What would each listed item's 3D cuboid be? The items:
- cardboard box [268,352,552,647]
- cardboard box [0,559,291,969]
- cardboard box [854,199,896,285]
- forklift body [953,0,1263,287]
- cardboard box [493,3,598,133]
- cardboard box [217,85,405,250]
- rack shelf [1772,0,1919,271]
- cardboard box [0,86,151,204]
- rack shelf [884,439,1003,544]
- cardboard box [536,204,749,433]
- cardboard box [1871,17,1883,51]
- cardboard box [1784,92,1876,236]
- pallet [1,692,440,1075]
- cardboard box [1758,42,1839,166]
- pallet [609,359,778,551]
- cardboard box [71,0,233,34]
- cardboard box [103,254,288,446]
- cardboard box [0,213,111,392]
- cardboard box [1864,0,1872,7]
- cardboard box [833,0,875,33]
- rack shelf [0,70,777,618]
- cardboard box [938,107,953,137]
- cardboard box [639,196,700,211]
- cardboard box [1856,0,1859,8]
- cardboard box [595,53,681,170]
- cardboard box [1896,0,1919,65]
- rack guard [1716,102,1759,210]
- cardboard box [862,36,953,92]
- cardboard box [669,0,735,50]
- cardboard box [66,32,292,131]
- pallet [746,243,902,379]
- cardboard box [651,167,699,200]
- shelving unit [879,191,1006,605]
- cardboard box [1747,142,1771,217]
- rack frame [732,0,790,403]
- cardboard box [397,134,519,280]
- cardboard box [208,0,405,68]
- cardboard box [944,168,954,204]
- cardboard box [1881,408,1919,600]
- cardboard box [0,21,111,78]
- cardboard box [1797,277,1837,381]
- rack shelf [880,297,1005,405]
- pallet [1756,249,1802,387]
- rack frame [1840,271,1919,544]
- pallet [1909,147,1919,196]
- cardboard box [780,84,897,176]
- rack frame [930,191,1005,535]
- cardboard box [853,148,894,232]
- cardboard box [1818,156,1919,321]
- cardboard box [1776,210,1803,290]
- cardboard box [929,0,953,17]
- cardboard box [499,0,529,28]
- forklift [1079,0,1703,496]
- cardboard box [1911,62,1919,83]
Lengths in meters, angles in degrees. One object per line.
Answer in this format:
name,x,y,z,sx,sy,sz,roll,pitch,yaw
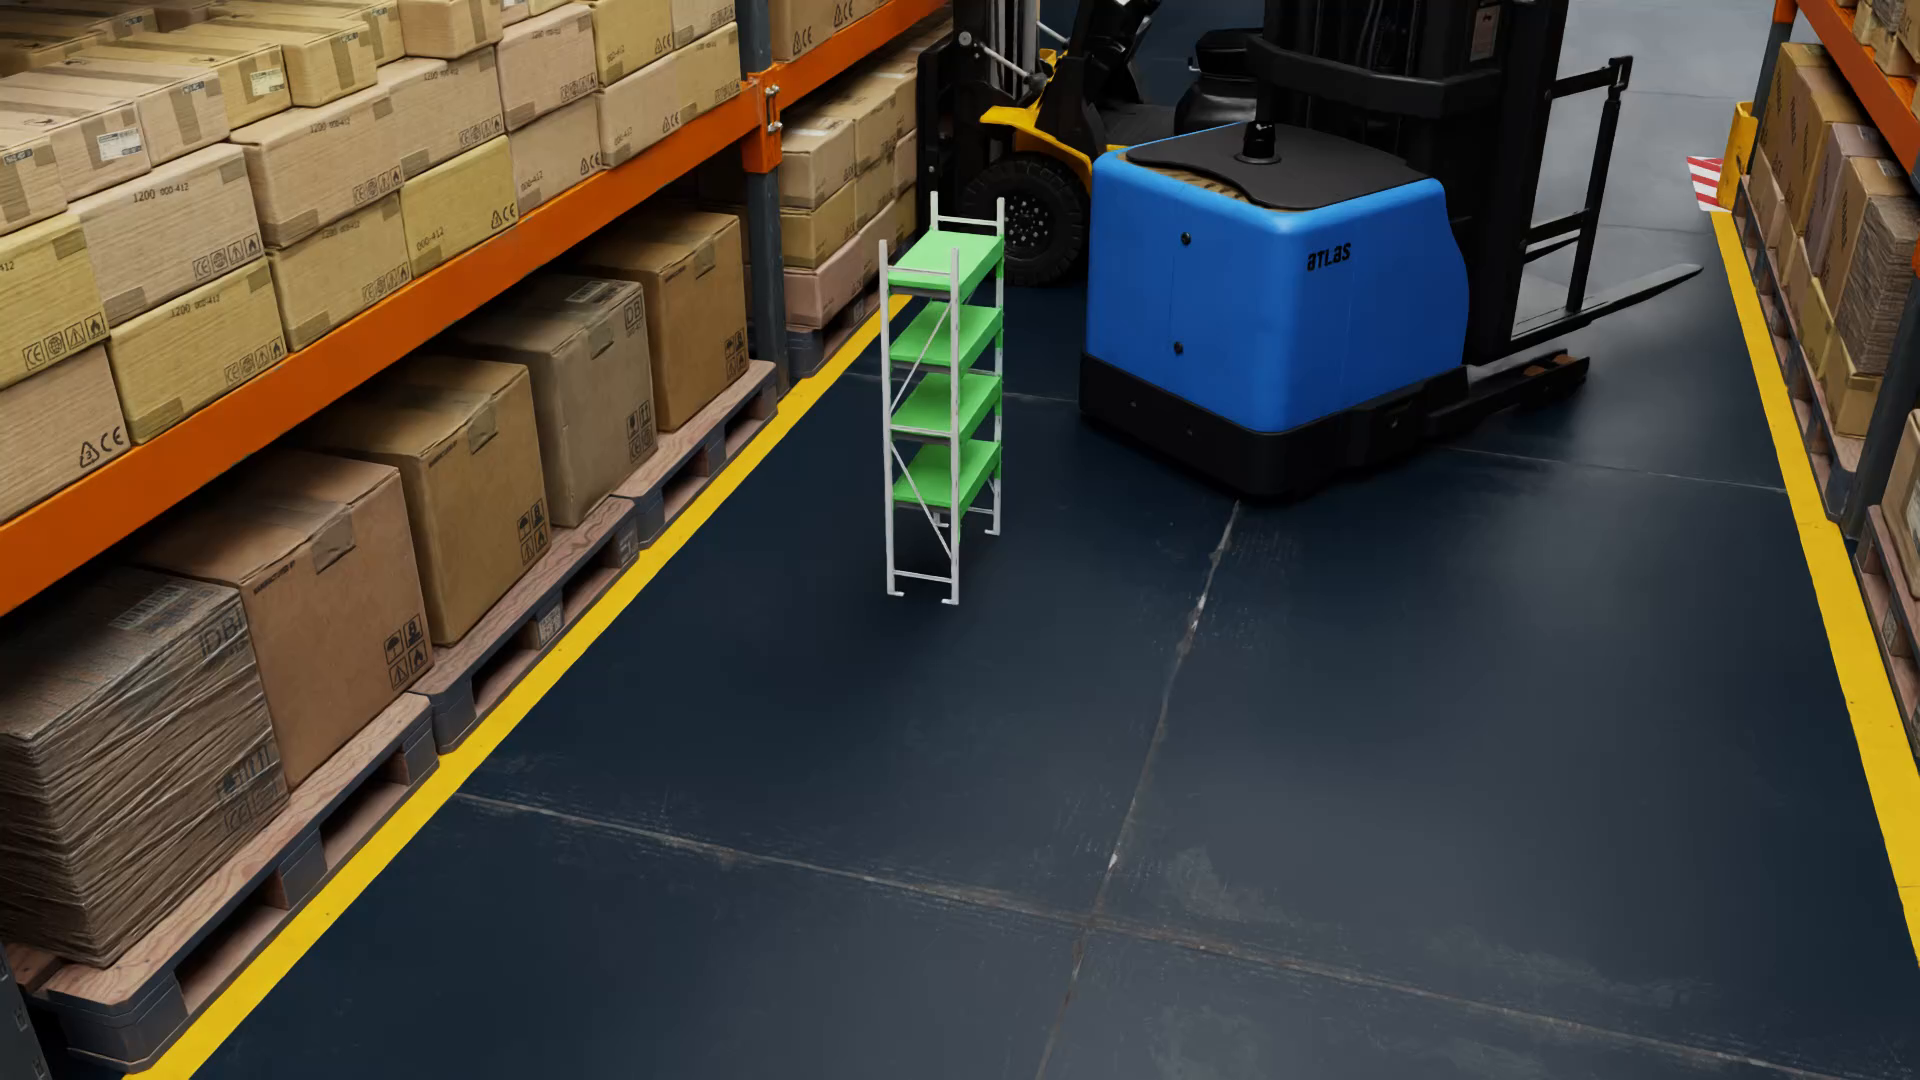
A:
cardboard box,-1.792,-0.161,4.964,0.875,0.625,0.625,7,30,13
cardboard box,-2.174,0.457,3.854,0.875,0.625,0.625,9,30,16
cardboard box,-0.603,-1.366,7.517,0.500,0.250,0.500,8,30,14
forklift body,1.165,-2.315,7.699,2.313,2.155,1.214,8,30,15
cardboard box,-1.396,-1.380,4.785,0.500,0.250,0.500,9,30,16
cardboard box,-1.687,-0.907,3.935,0.500,0.250,0.500,8,30,14
rack shelf,4.137,-1.877,6.778,1.077,0.370,4.000,8,30,15
cardboard box,-1.867,-0.790,3.315,0.380,0.149,0.250,9,30,16
rack shelf,-0.049,-0.182,5.468,0.258,0.148,0.480,8,30,15
cardboard box,-1.339,-0.870,6.239,0.875,0.625,0.625,10,31,17
cardboard box,3.752,-1.932,6.396,0.380,0.149,0.250,8,30,14
cardboard box,3.912,-1.608,7.181,0.500,0.500,0.500,9,30,16
pallet,-2.091,0.732,4.217,1.003,0.211,1.213,8,30,15
cardboard box,4.217,-2.084,8.035,0.500,0.500,0.500,7,30,13
pallet,-1.375,-0.402,6.255,1.003,0.211,1.213,8,30,15
cardboard box,-2.036,-1.333,4.291,0.380,0.149,0.250,9,30,16
cardboard box,-1.854,-0.448,3.625,0.500,0.250,0.500,8,30,14
cardboard box,-1.983,-0.430,3.078,0.500,0.250,0.500,8,30,15
cardboard box,3.881,-2.398,6.567,0.500,0.500,0.500,8,30,14
cardboard box,-0.679,-2.426,6.922,0.500,0.500,0.500,9,30,16
rack shelf,-1.783,-0.725,4.707,1.077,0.370,4.000,8,30,15
cardboard box,-0.305,-2.050,8.233,0.500,0.250,0.500,8,30,15
cardboard box,-1.249,-1.424,7.107,0.500,0.250,0.500,8,30,14
cardboard box,4.028,-2.284,7.028,0.380,0.149,0.250,10,30,17
cardboard box,-1.236,-1.397,5.330,0.500,0.250,0.500,8,30,15
cardboard box,3.587,-1.918,5.703,0.500,0.500,0.500,10,30,17
rack guard,4.702,-1.993,8.819,1.175,0.500,0.348,8,30,15
cardboard box,-0.298,-2.279,8.130,0.500,0.250,0.500,8,30,14
cardboard box,-1.096,-1.857,5.642,0.500,0.250,0.500,8,30,14
cardboard box,-1.757,-1.034,3.754,0.380,0.149,0.250,9,30,15
pallet,-0.923,-1.114,7.534,1.003,0.211,1.213,8,30,15
cardboard box,-1.237,-1.644,6.987,0.500,0.250,0.500,9,30,16
shelving unit,-0.049,-0.447,5.320,0.258,1.200,0.503,8,30,15
cardboard box,4.223,-1.767,8.238,0.500,0.250,0.500,8,30,14
rack frame,-1.196,-1.968,6.203,1.000,3.000,0.127,8,30,15
cardboard box,-1.556,-0.930,4.490,0.500,0.250,0.500,9,30,16
cardboard box,-1.642,-1.279,4.193,0.380,0.149,0.250,8,30,15
cardboard box,-0.299,-1.840,8.369,0.500,0.250,0.500,9,30,16
cardboard box,3.398,-0.053,5.031,0.950,0.372,0.625,9,30,16
cardboard box,-2.207,-1.100,3.872,0.380,0.149,0.250,8,30,15
cardboard box,3.613,-0.806,6.509,0.500,0.250,0.500,8,30,14
rack shelf,-0.049,-0.601,5.234,0.258,0.148,0.480,8,30,15
pallet,4.070,-0.929,7.203,1.003,0.211,1.213,8,30,15
rack frame,3.550,-1.262,4.933,1.000,3.000,0.127,8,30,15
pallet,3.187,-0.844,4.378,1.003,0.211,1.213,8,30,15
cardboard box,-0.594,-1.804,7.274,0.500,0.250,0.500,9,30,15
rack frame,0.023,-0.561,5.524,0.240,1.200,0.015,8,30,15
cardboard box,-0.613,-1.584,7.394,0.500,0.250,0.500,8,30,15
cardboard box,3.615,-1.121,6.305,0.500,0.500,0.500,9,30,16
cardboard box,3.918,-1.276,7.354,0.500,0.250,0.500,11,31,18
cardboard box,-0.003,-2.750,8.975,0.500,0.250,0.500,9,30,16
cardboard box,-1.431,-1.507,4.604,0.380,0.149,0.250,9,30,15
forklift,1.949,-2.001,6.331,3.031,2.935,1.130,-20,35,-32
cardboard box,3.657,-1.686,5.953,0.380,0.149,0.250,8,30,14
